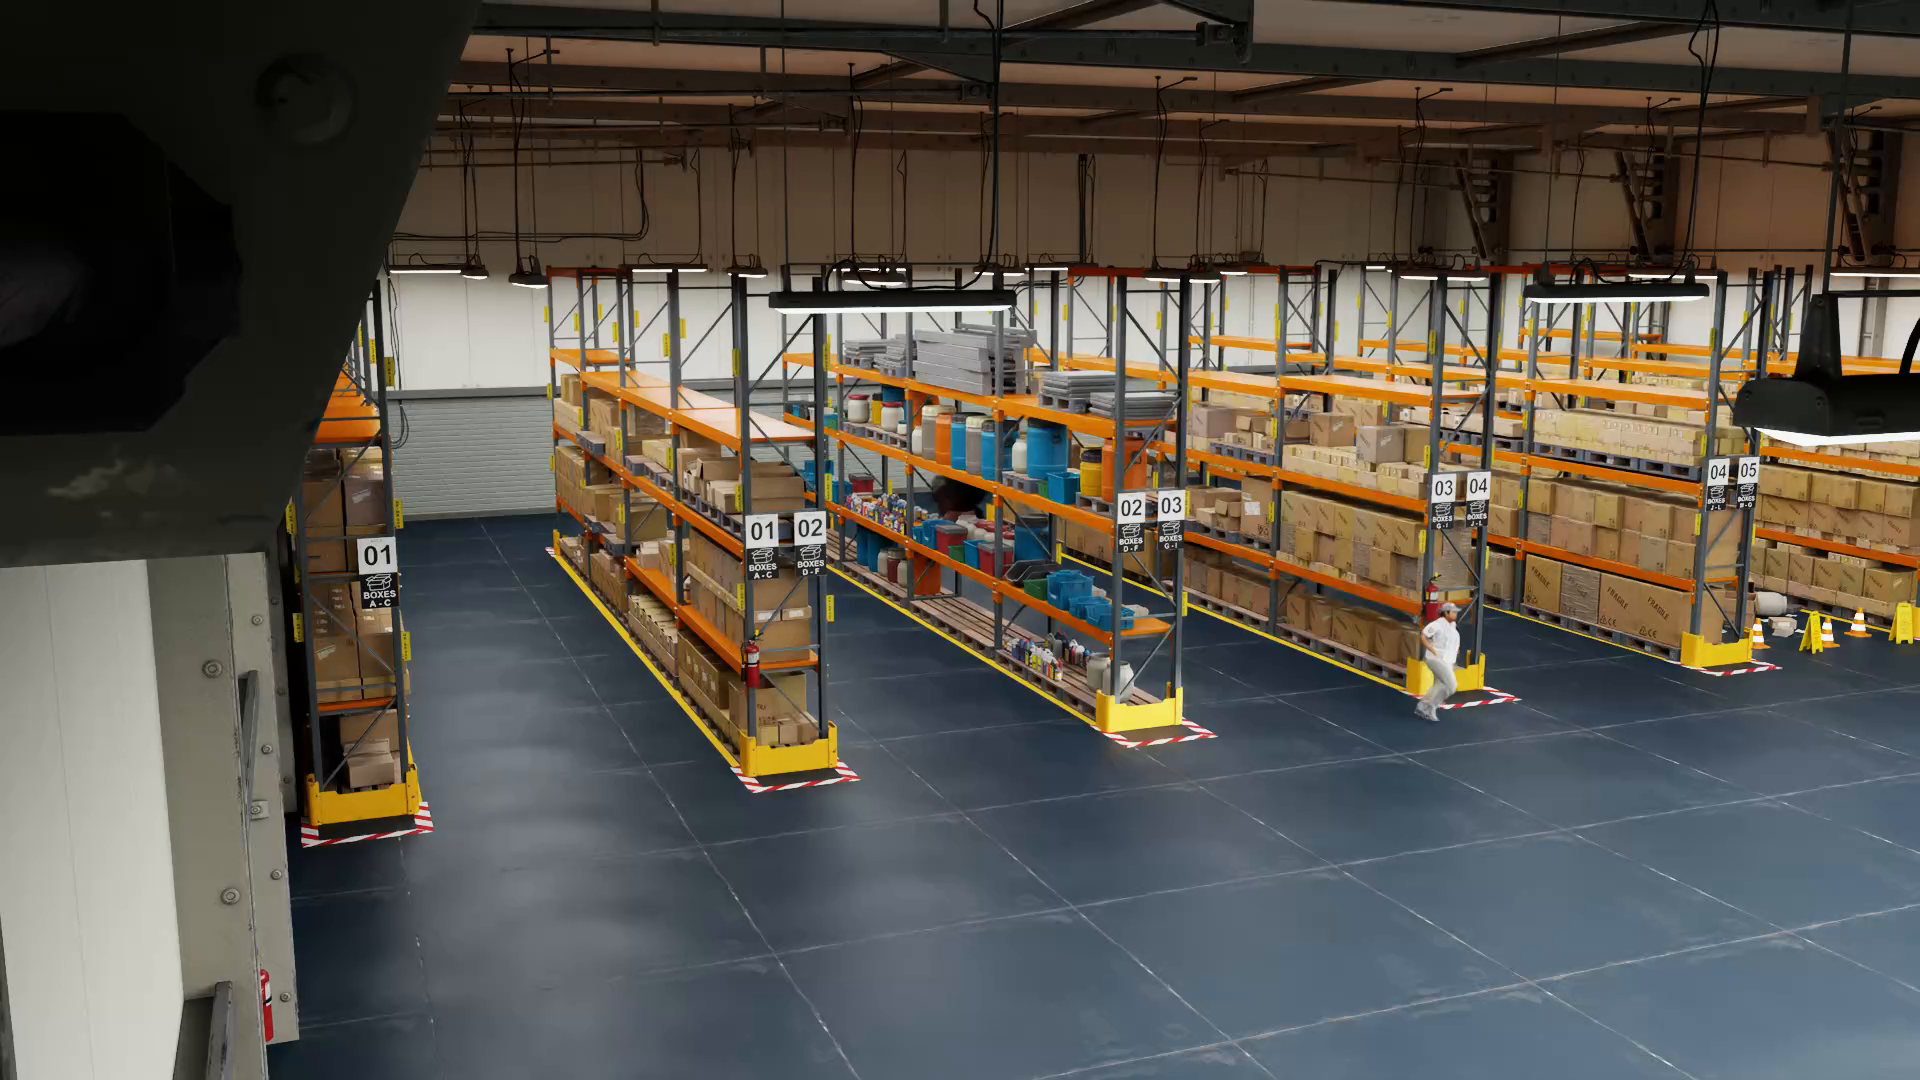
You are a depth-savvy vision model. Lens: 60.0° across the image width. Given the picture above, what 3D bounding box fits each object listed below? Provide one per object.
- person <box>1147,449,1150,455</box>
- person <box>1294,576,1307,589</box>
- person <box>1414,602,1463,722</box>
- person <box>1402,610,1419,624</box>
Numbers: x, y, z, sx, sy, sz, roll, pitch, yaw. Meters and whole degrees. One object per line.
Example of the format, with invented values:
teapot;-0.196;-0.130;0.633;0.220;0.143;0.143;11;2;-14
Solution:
person;4.298;-1.367;39.658;0.669;1.693;0.620;0;10;1
person;6.459;0.096;30.993;0.692;1.741;0.660;-7;12;-33
person;6.553;1.639;22.598;0.625;1.615;0.607;9;13;42
person;7.874;0.542;28.643;0.651;1.793;0.778;-5;11;-28
